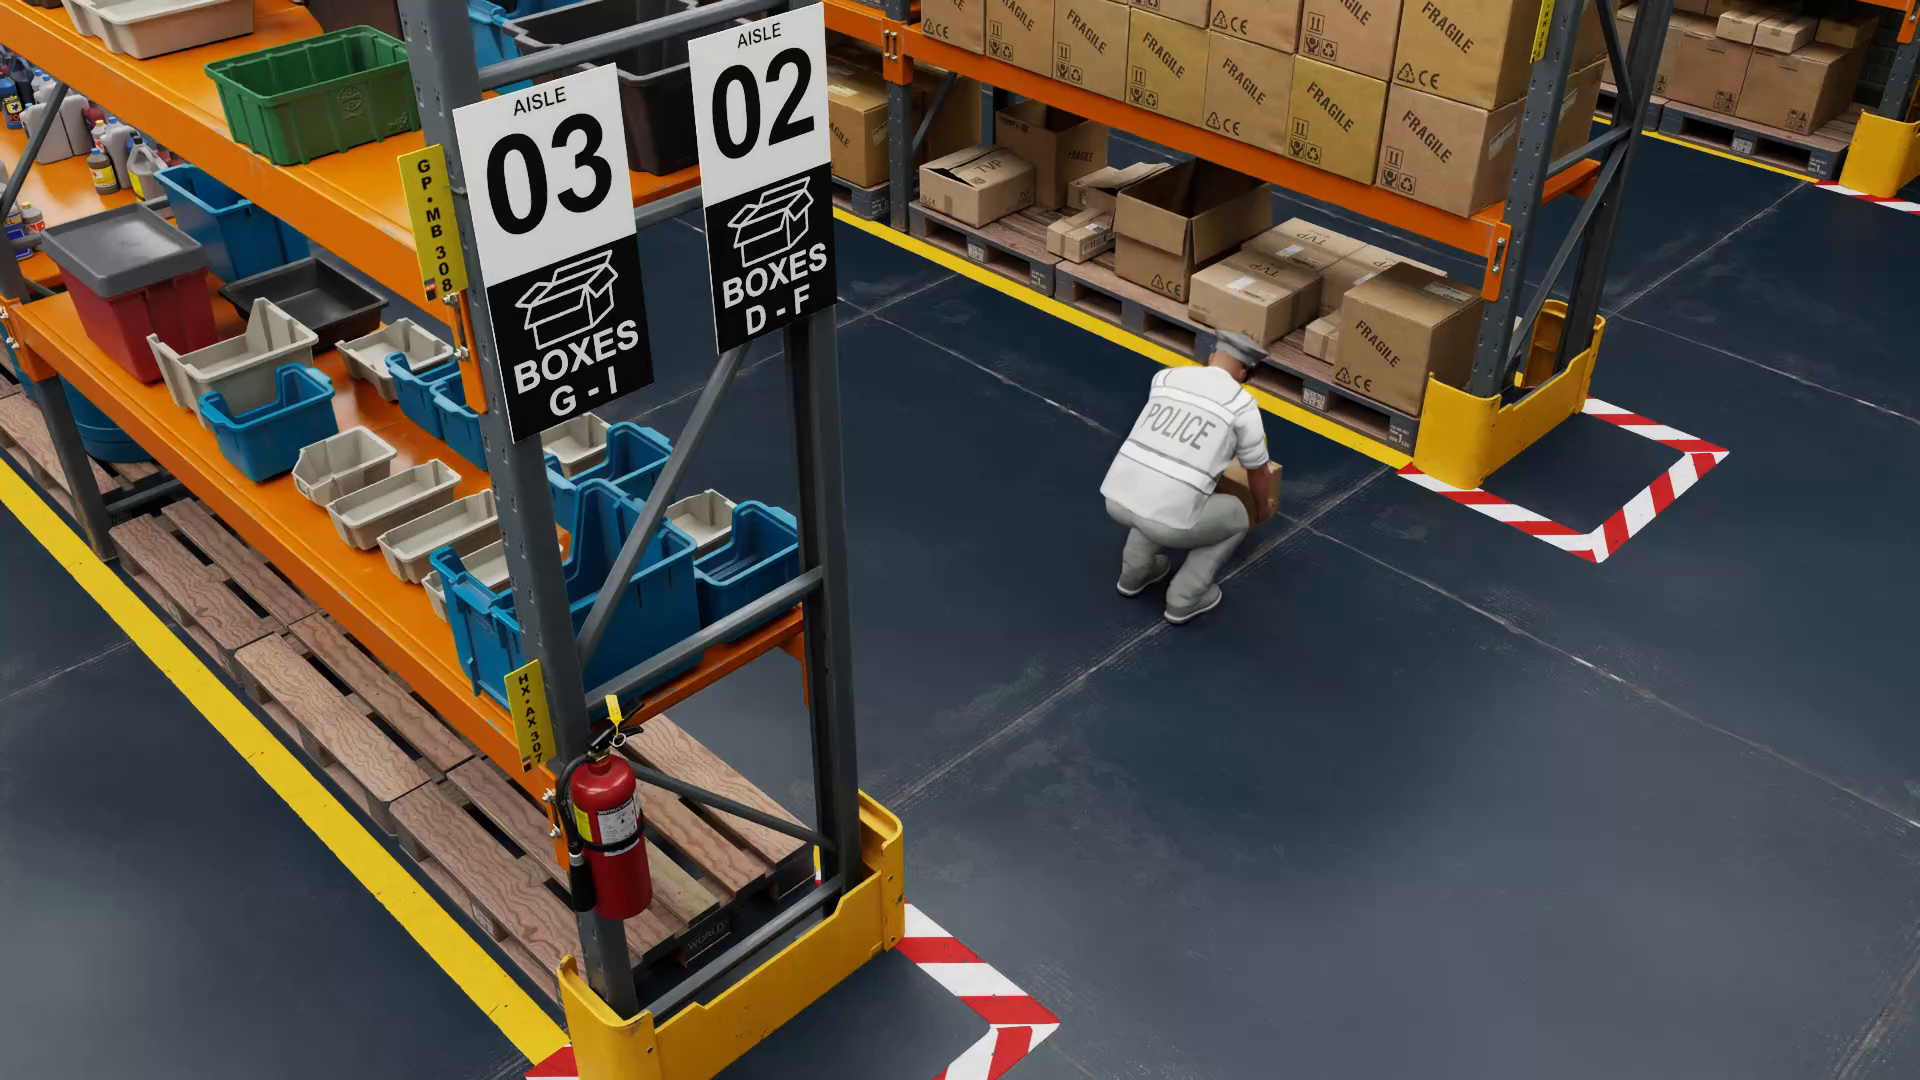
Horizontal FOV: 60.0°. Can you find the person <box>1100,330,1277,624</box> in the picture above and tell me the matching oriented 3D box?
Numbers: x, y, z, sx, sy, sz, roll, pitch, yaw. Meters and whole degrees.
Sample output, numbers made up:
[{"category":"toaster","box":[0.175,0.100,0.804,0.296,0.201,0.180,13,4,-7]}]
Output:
[{"category":"person","box":[0.965,-0.277,7.083,0.575,1.121,0.912,30,45,35]}]
